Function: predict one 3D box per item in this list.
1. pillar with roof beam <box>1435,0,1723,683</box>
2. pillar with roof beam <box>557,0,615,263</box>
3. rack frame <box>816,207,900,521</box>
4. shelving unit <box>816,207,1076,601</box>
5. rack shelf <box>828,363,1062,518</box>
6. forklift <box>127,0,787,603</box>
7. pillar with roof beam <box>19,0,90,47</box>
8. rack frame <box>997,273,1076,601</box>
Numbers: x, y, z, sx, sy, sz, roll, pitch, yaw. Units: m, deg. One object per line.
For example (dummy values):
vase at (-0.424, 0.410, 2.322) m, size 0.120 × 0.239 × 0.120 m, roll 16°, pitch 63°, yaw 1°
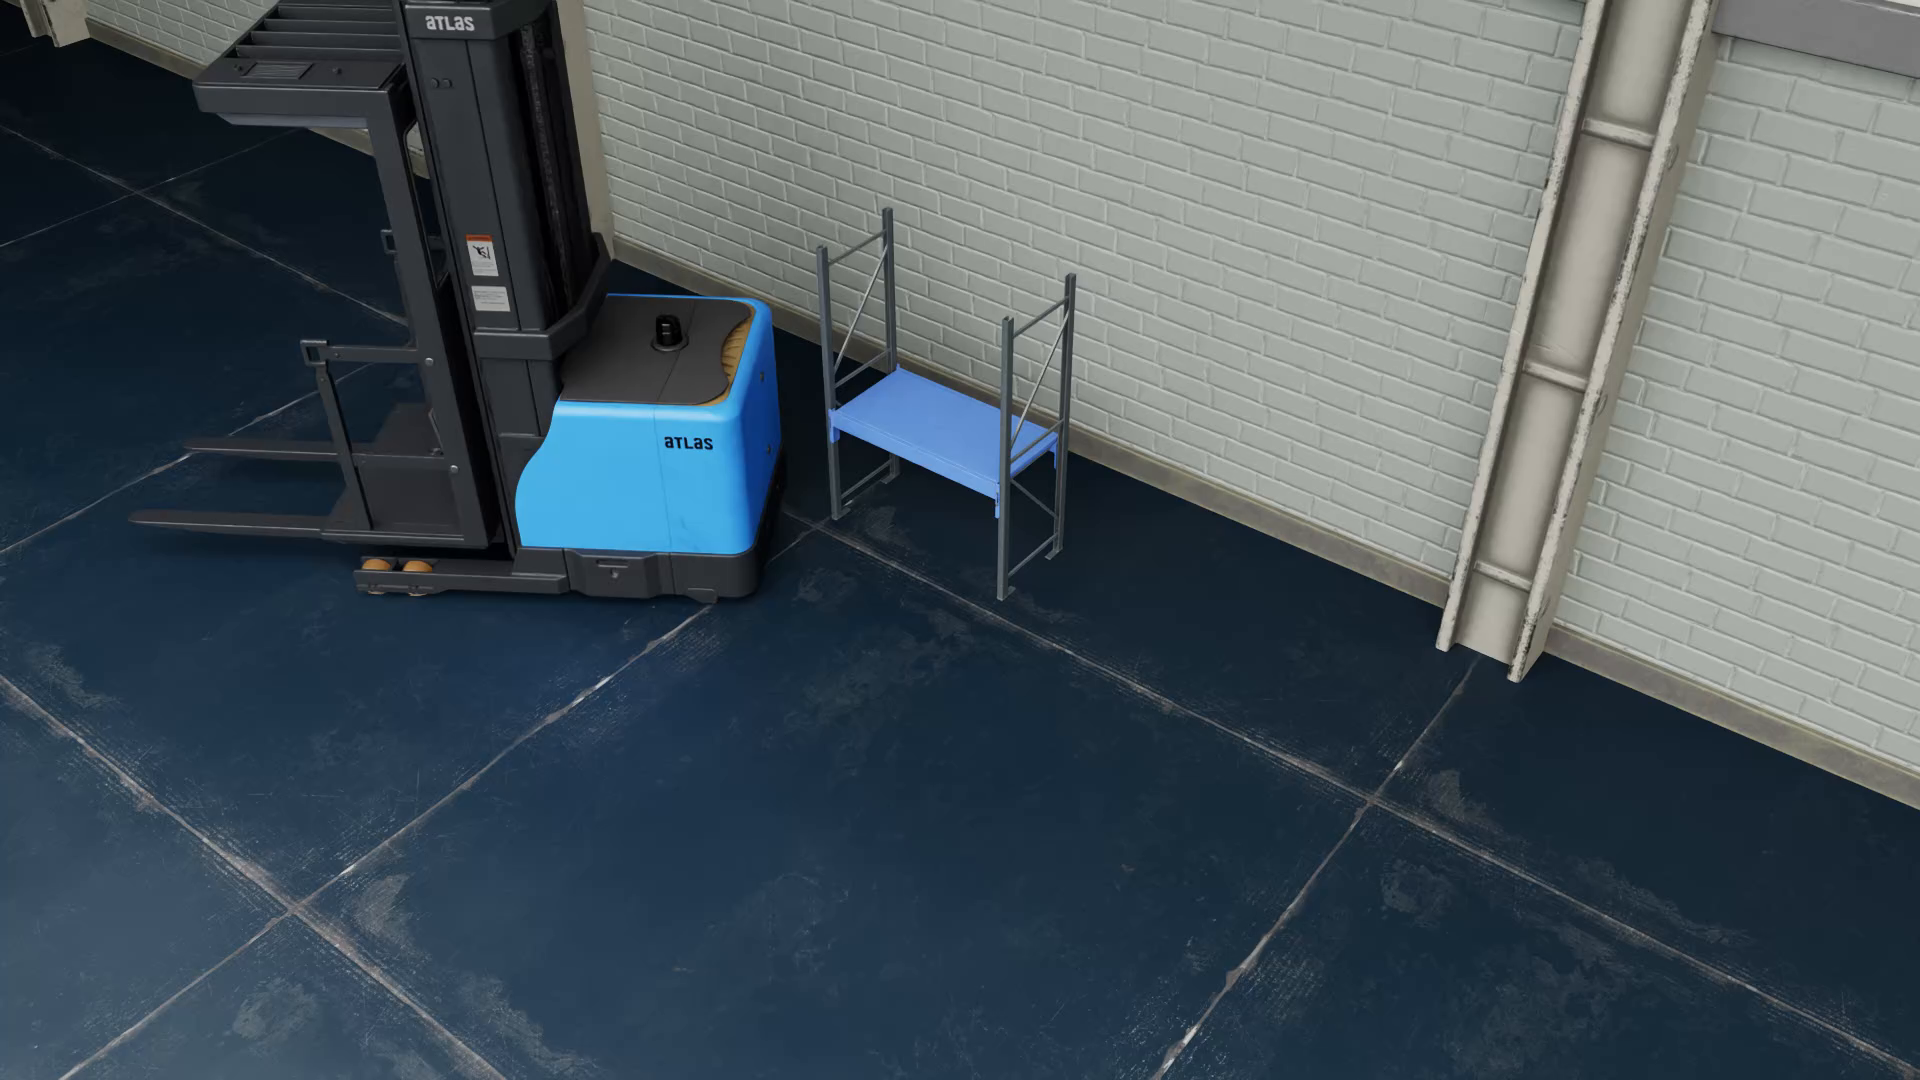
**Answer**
pillar with roof beam at (-0.224, -0.954, 2.030) m, size 0.400 × 9.000 × 9.100 m, roll 25°, pitch 45°, yaw 29°
pillar with roof beam at (-4.990, -3.202, 4.900) m, size 0.400 × 9.000 × 9.100 m, roll 25°, pitch 45°, yaw 29°
rack frame at (-0.472, -0.813, 7.932) m, size 0.032 × 1.500 × 0.500 m, roll 25°, pitch 45°, yaw 29°
shelving unit at (-0.068, -0.622, 7.689) m, size 1.048 × 1.500 × 0.538 m, roll 25°, pitch 45°, yaw 29°
rack shelf at (-0.068, -0.481, 7.800) m, size 1.000 × 0.185 × 0.538 m, roll 25°, pitch 45°, yaw 29°
forklift at (-2.412, -1.215, 7.285) m, size 3.031 × 2.935 × 1.130 m, roll 2°, pitch 38°, yaw 3°
pillar with roof beam at (-9.756, -5.449, 7.770) m, size 0.400 × 9.000 × 9.100 m, roll 25°, pitch 45°, yaw 29°
rack frame at (0.336, -0.432, 7.446) m, size 0.032 × 1.500 × 0.500 m, roll 25°, pitch 45°, yaw 29°
